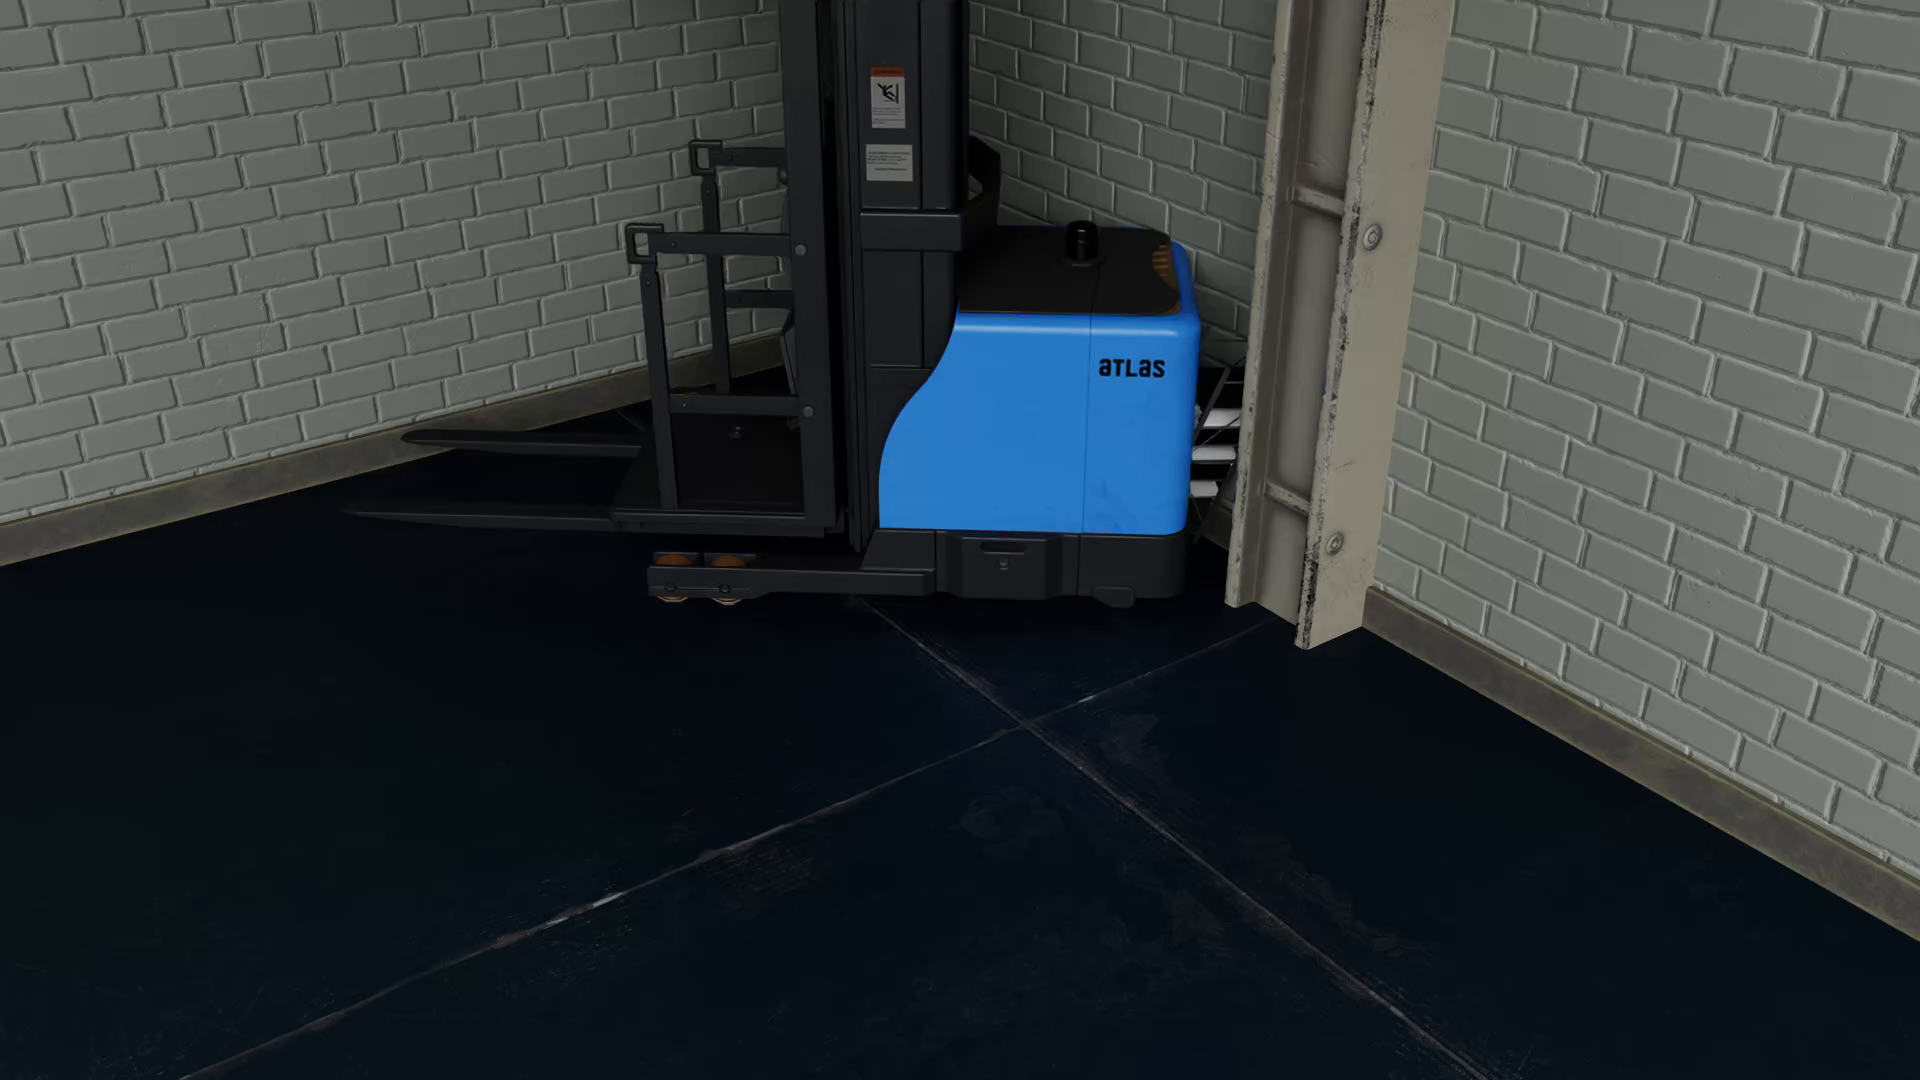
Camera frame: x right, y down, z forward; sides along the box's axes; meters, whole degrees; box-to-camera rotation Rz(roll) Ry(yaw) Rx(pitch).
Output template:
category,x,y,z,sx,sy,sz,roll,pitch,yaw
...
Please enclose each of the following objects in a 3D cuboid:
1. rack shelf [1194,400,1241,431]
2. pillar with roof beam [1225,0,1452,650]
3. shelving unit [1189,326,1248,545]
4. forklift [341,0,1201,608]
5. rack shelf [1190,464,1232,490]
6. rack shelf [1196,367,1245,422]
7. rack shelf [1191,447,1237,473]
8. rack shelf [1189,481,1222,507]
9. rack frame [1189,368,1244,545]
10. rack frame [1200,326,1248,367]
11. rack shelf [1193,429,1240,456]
category,x,y,z,sx,sy,sz,roll,pitch,yaw
rack shelf,0.890,-0.449,5.811,0.258,0.077,0.200,-2,50,-20
pillar with roof beam,-2.340,-2.512,1.447,9.100,9.000,0.400,-19,34,-31
shelving unit,0.854,-0.353,5.916,0.258,0.900,0.210,-2,50,-20
forklift,-0.697,-1.313,5.597,3.031,2.935,1.130,2,29,3
rack shelf,0.824,-0.273,6.004,0.258,0.077,0.200,-2,50,-20
rack shelf,0.912,-0.508,5.746,0.258,0.077,0.200,-2,50,-20
rack shelf,0.846,-0.332,5.940,0.258,0.077,0.200,-2,50,-20
rack shelf,0.802,-0.214,6.069,0.258,0.077,0.200,-2,50,-20
rack frame,0.879,-0.276,5.854,0.240,0.900,0.006,-2,50,-20
rack frame,0.829,-0.430,5.977,0.240,0.900,0.006,-2,50,-20
rack shelf,0.868,-0.390,5.875,0.258,0.077,0.200,-2,50,-20
